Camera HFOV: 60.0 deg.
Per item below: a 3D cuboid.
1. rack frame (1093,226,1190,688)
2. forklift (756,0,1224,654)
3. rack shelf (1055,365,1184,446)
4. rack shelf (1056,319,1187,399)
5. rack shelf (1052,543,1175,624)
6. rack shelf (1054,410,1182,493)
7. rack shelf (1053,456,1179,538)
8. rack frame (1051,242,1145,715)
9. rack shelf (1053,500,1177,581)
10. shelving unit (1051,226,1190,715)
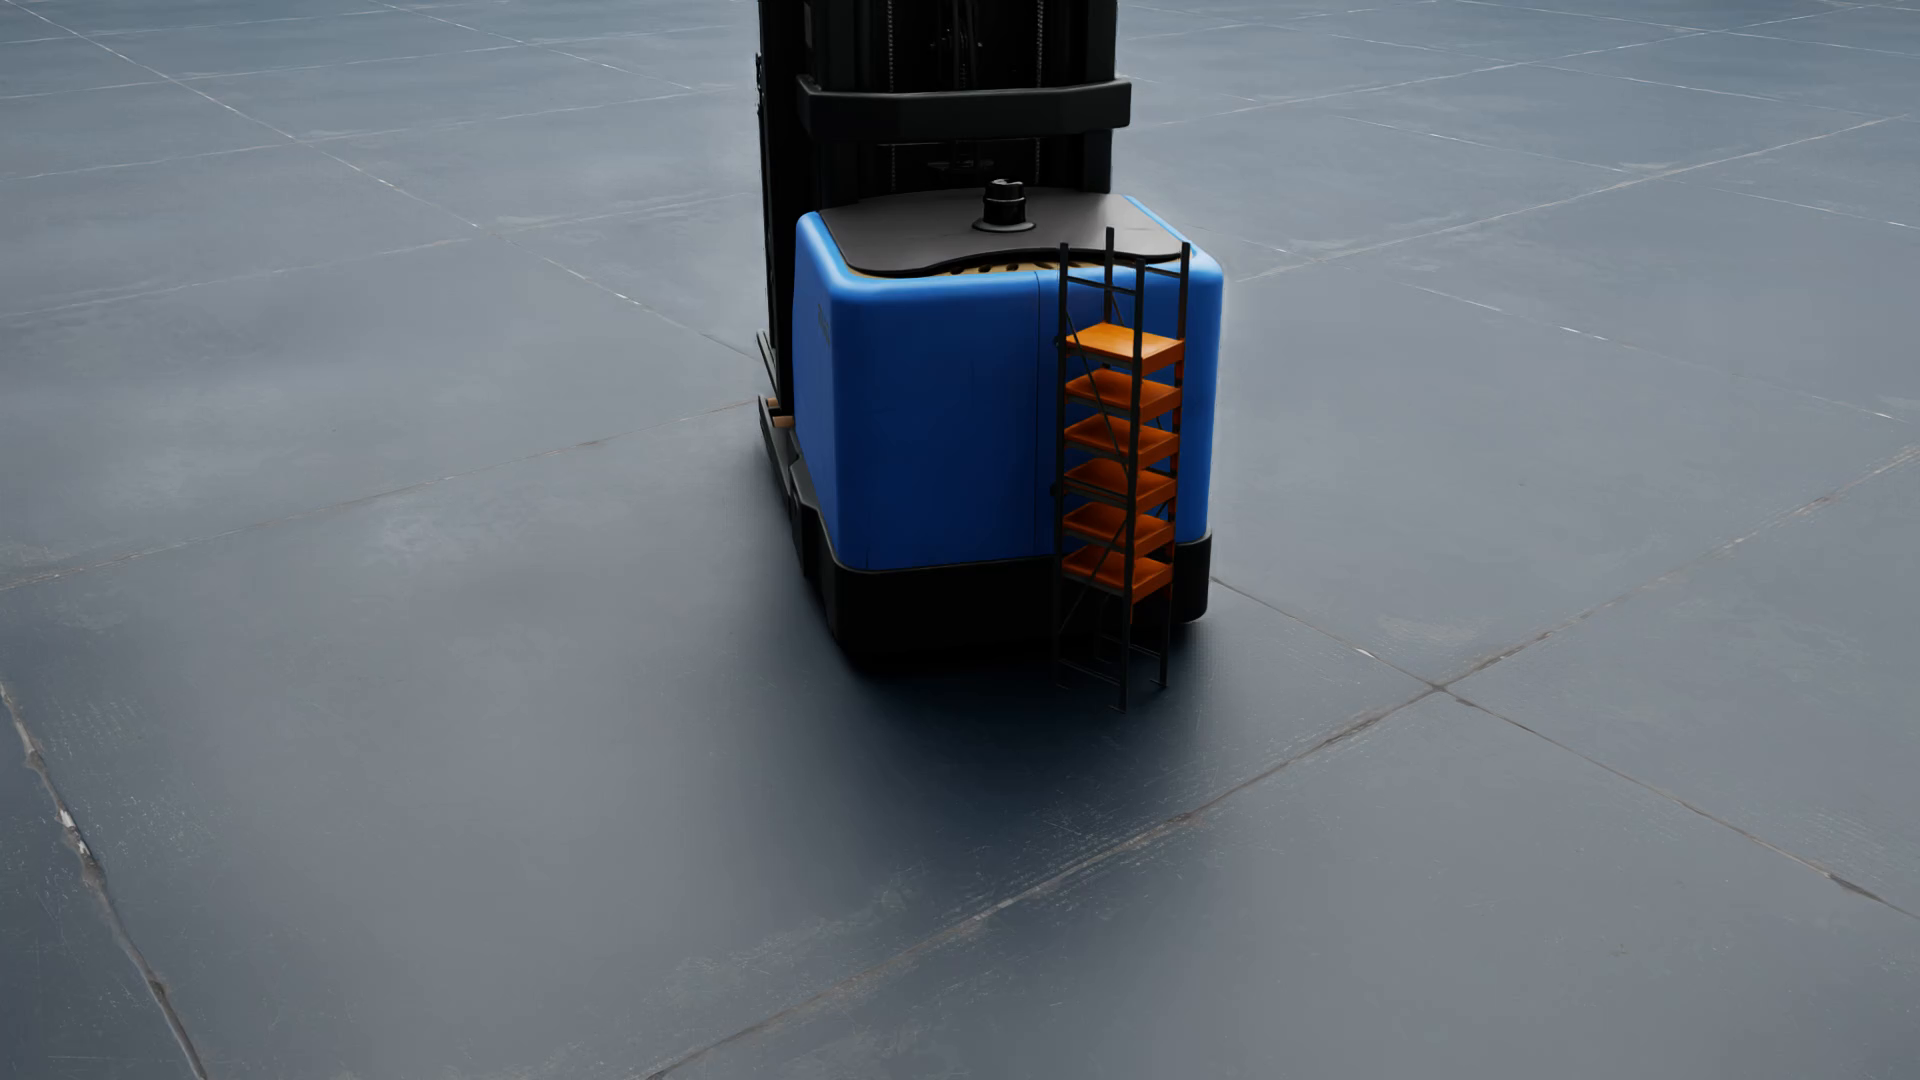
[{"bbox_3d":[0.451,-0.185,4.220,0.240,1.200,0.006,20,32,36],"label":"rack frame"},{"bbox_3d":[-0.111,-1.622,5.263,1.130,2.935,3.031,-5,25,-11],"label":"forklift"},{"bbox_3d":[0.390,-0.332,4.074,0.258,0.103,0.180,20,32,36],"label":"rack shelf"},{"bbox_3d":[0.389,-0.441,4.023,0.258,0.103,0.180,20,32,36],"label":"rack shelf"},{"bbox_3d":[0.393,0.102,4.279,0.258,0.103,0.180,20,32,36],"label":"rack shelf"},{"bbox_3d":[0.391,-0.224,4.125,0.258,0.103,0.180,20,32,36],"label":"rack shelf"},{"bbox_3d":[0.392,-0.115,4.176,0.258,0.103,0.180,20,32,36],"label":"rack shelf"},{"bbox_3d":[0.332,-0.125,4.095,0.240,1.200,0.006,20,32,36],"label":"rack frame"},{"bbox_3d":[0.393,-0.007,4.227,0.258,0.103,0.180,20,32,36],"label":"rack shelf"},{"bbox_3d":[0.391,-0.155,4.157,0.258,1.200,0.189,20,32,36],"label":"shelving unit"}]
